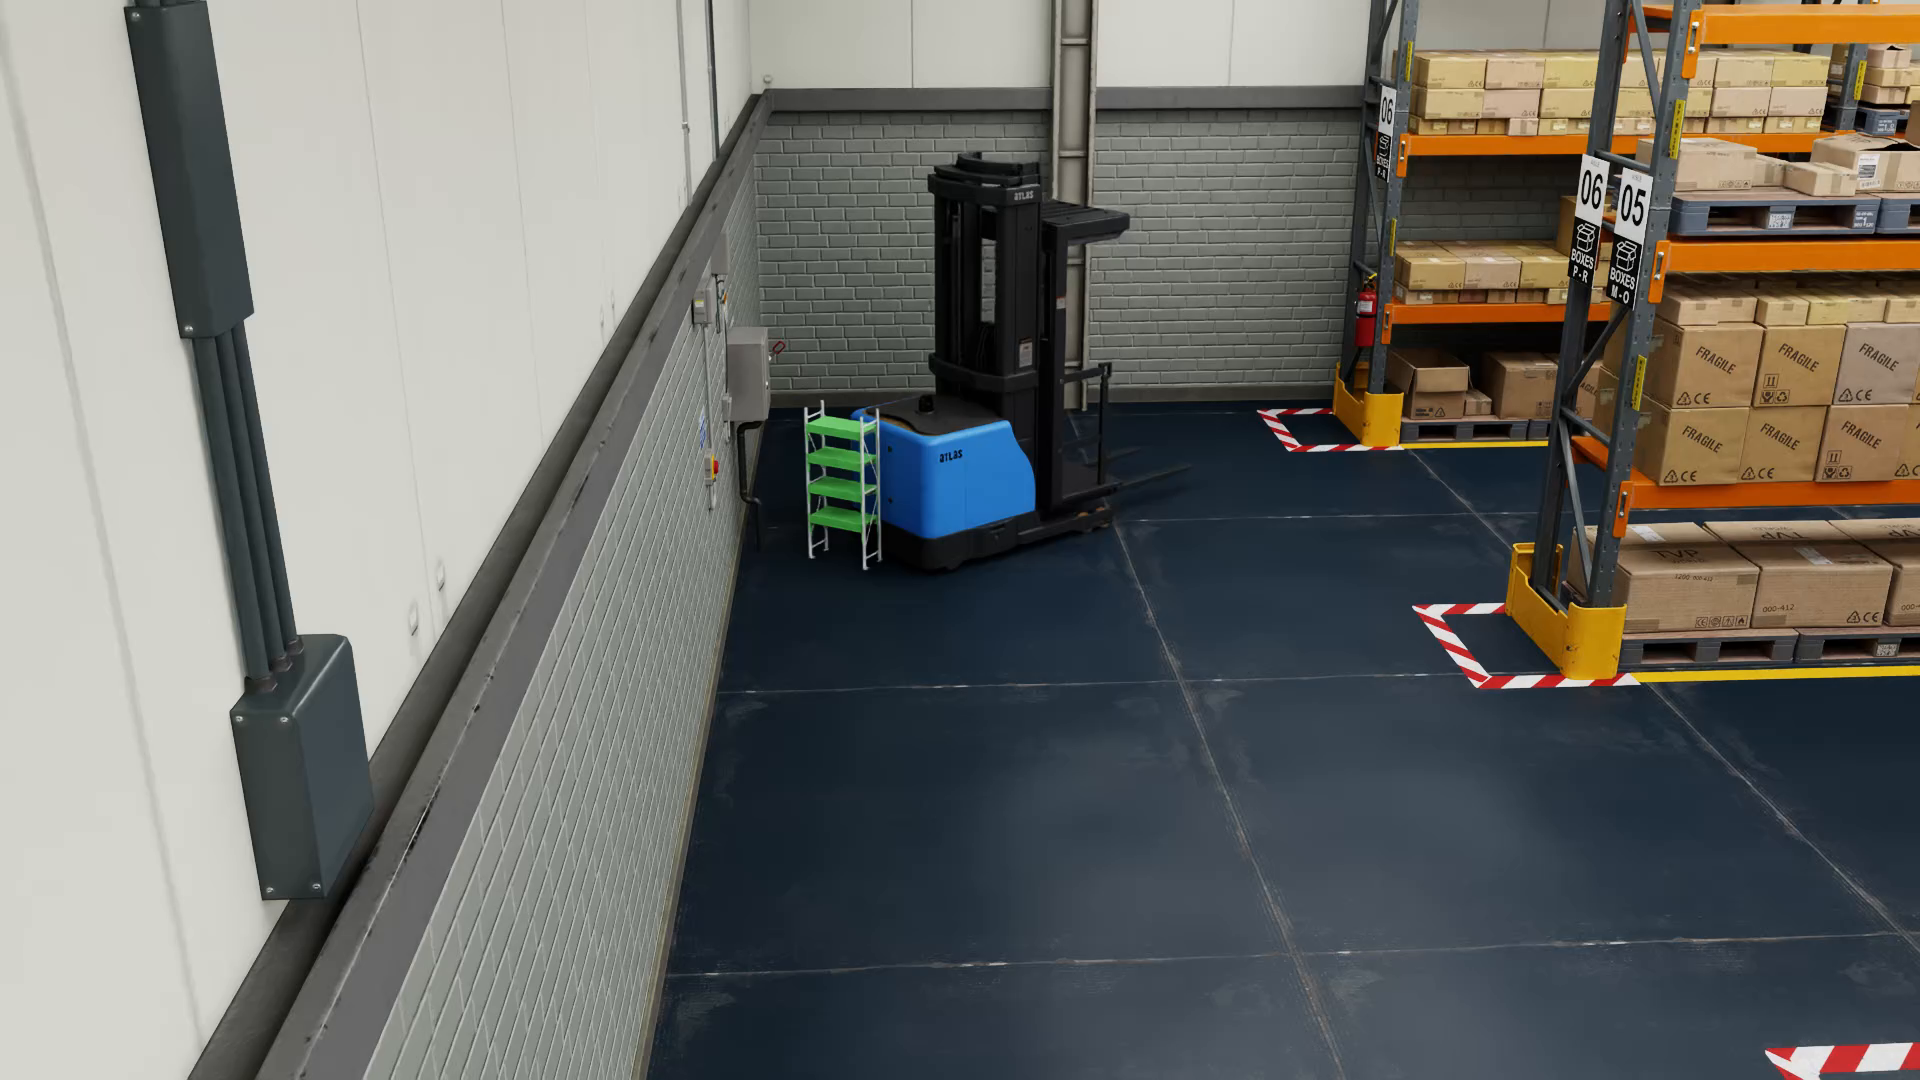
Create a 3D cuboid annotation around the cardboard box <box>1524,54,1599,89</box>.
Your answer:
[{"bbox_3d":[5.265,-4.112,14.581,0.500,0.250,0.500,-1,21,-4],"label":"cardboard box"}]

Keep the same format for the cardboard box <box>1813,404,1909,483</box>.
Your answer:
[{"bbox_3d":[5.593,-0.685,10.564,0.500,0.500,0.500,-1,21,-3],"label":"cardboard box"}]

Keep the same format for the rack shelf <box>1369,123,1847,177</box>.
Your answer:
[{"bbox_3d":[5.795,-3.576,15.093,4.000,0.370,1.077,-1,21,-3],"label":"rack shelf"}]

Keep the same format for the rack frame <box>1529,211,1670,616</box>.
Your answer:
[{"bbox_3d":[4.085,-0.706,10.761,0.127,3.000,1.000,-1,21,-3],"label":"rack frame"}]

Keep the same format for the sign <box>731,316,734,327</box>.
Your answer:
[{"bbox_3d":[-1.752,-1.460,12.873,0.001,0.494,0.329,-1,21,-3],"label":"sign"}]

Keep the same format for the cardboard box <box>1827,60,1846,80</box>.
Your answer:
[{"bbox_3d":[8.084,-4.265,15.096,0.250,0.149,0.380,-1,21,-4],"label":"cardboard box"}]

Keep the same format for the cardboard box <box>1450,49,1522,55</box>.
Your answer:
[{"bbox_3d":[4.745,-4.292,15.054,0.500,0.250,0.500,-2,21,-5],"label":"cardboard box"}]

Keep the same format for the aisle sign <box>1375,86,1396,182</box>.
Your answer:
[{"bbox_3d":[3.747,-3.579,14.652,0.004,0.787,0.394,-1,21,-3],"label":"aisle sign"}]

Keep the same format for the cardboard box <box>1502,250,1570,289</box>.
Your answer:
[{"bbox_3d":[5.275,-2.474,15.196,0.500,0.250,0.500,-2,21,-4],"label":"cardboard box"}]

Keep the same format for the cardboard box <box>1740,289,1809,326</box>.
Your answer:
[{"bbox_3d":[4.979,-1.428,10.197,0.250,0.149,0.380,-1,21,-1],"label":"cardboard box"}]

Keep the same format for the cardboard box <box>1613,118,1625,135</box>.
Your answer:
[{"bbox_3d":[5.666,-3.675,14.694,0.250,0.149,0.380,-1,21,-3],"label":"cardboard box"}]

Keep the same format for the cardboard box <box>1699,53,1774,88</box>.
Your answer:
[{"bbox_3d":[6.795,-4.146,14.669,0.500,0.250,0.500,-1,21,-4],"label":"cardboard box"}]

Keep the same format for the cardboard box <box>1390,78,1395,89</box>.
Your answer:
[{"bbox_3d":[4.226,-4.046,15.109,0.500,0.250,0.500,-2,21,-4],"label":"cardboard box"}]

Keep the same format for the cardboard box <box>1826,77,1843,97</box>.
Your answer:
[{"bbox_3d":[8.090,-4.109,15.104,0.250,0.149,0.380,-1,21,-3],"label":"cardboard box"}]

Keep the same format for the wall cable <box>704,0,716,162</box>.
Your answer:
[{"bbox_3d":[-1.618,-3.562,9.829,0.029,3.000,2.355,-1,21,-3],"label":"wall cable"}]

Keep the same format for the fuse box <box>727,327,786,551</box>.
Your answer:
[{"bbox_3d":[-1.517,-0.731,12.635,0.414,1.711,0.539,-1,21,-3],"label":"fuse box"}]

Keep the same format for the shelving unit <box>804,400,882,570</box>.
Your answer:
[{"bbox_3d":[-0.878,-0.413,12.518,0.503,1.200,0.258,11,24,27],"label":"shelving unit"}]

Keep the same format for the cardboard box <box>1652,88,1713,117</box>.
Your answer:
[{"bbox_3d":[6.294,-3.902,14.732,0.500,0.250,0.500,-1,21,-2],"label":"cardboard box"}]

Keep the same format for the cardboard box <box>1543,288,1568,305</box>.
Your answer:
[{"bbox_3d":[5.431,-2.270,15.220,0.250,0.149,0.380,-2,21,-5],"label":"cardboard box"}]

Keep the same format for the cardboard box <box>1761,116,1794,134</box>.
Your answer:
[{"bbox_3d":[7.205,-3.719,14.811,0.250,0.149,0.380,-1,21,-3],"label":"cardboard box"}]

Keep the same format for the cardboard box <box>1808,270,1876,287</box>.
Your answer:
[{"bbox_3d":[5.703,-1.647,10.775,0.250,0.149,0.380,-1,21,-2],"label":"cardboard box"}]

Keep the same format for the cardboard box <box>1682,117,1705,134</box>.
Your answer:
[{"bbox_3d":[6.422,-3.718,14.809,0.250,0.149,0.380,0,21,-1],"label":"cardboard box"}]

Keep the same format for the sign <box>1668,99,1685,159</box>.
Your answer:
[{"bbox_3d":[4.111,-2.356,9.539,0.005,0.325,0.100,-1,21,-3],"label":"sign"}]

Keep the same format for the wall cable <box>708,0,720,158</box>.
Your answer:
[{"bbox_3d":[-1.740,-4.570,12.423,0.133,3.039,2.988,-1,21,-3],"label":"wall cable"}]

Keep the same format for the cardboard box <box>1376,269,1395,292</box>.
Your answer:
[{"bbox_3d":[4.113,-2.454,15.705,0.250,0.149,0.380,-1,21,-4],"label":"cardboard box"}]

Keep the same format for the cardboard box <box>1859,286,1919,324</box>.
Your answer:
[{"bbox_3d":[5.751,-1.454,10.266,0.250,0.149,0.380,-1,21,-3],"label":"cardboard box"}]

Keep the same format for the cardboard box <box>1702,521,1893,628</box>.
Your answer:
[{"bbox_3d":[5.651,0.224,11.327,0.875,0.438,0.875,-1,21,-2],"label":"cardboard box"}]

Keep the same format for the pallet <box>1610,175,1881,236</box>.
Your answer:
[{"bbox_3d":[4.825,-2.086,10.292,1.213,0.211,1.003,-1,21,-3],"label":"pallet"}]

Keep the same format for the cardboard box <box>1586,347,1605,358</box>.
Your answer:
[{"bbox_3d":[6.306,-1.501,15.771,0.500,0.500,0.700,-2,21,-5],"label":"cardboard box"}]

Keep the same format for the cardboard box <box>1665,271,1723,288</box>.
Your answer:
[{"bbox_3d":[4.684,-1.616,10.692,0.250,0.149,0.380,-1,21,-2],"label":"cardboard box"}]

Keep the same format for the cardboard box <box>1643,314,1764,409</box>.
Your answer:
[{"bbox_3d":[4.580,-1.129,10.325,0.500,0.500,0.500,-2,21,-4],"label":"cardboard box"}]

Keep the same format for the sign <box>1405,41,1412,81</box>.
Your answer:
[{"bbox_3d":[3.829,-4.087,14.196,0.005,0.325,0.100,-1,21,-3],"label":"sign"}]

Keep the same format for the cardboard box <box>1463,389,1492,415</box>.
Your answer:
[{"bbox_3d":[4.840,-1.307,15.755,0.250,0.149,0.380,-2,21,-5],"label":"cardboard box"}]

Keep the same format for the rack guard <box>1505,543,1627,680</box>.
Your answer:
[{"bbox_3d":[4.061,0.462,11.204,0.348,0.500,1.175,-1,21,-3],"label":"rack guard"}]

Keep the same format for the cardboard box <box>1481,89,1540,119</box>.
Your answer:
[{"bbox_3d":[4.763,-3.870,14.647,0.500,0.250,0.500,-1,21,-2],"label":"cardboard box"}]

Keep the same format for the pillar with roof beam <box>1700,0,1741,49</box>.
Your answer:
[{"bbox_3d":[7.291,-4.131,11.325,0.400,9.000,9.100,-1,21,-3],"label":"pillar with roof beam"}]

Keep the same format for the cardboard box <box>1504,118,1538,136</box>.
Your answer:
[{"bbox_3d":[4.901,-3.660,14.656,0.250,0.149,0.380,-1,21,-2],"label":"cardboard box"}]

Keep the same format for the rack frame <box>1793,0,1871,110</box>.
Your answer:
[{"bbox_3d":[7.791,-5.355,14.538,0.127,3.000,1.000,-1,21,-3],"label":"rack frame"}]

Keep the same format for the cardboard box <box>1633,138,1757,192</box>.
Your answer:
[{"bbox_3d":[4.529,-2.322,10.269,0.500,0.250,0.500,-3,21,-8],"label":"cardboard box"}]

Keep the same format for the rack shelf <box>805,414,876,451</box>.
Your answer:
[{"bbox_3d":[-0.878,-0.801,12.370,0.480,0.148,0.258,11,24,27],"label":"rack shelf"}]

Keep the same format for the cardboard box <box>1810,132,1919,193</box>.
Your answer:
[{"bbox_3d":[5.582,-2.322,10.184,0.500,0.311,0.500,-1,21,-2],"label":"cardboard box"}]

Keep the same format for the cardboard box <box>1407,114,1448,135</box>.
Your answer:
[{"bbox_3d":[4.129,-3.678,14.703,0.250,0.149,0.380,-1,21,-2],"label":"cardboard box"}]

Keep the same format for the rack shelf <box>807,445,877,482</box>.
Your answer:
[{"bbox_3d":[-0.878,-0.577,12.455,0.480,0.148,0.258,11,24,27],"label":"rack shelf"}]

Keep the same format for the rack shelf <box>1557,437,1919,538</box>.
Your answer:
[{"bbox_3d":[6.082,-0.411,10.995,4.000,0.370,1.077,-1,21,-3],"label":"rack shelf"}]

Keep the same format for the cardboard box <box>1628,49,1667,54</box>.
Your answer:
[{"bbox_3d":[6.258,-4.320,15.126,0.500,0.250,0.500,-1,21,-4],"label":"cardboard box"}]

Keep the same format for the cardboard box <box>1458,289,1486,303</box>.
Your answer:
[{"bbox_3d":[4.653,-2.301,15.301,0.250,0.149,0.380,-1,21,-4],"label":"cardboard box"}]

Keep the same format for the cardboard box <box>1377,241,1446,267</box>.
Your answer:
[{"bbox_3d":[4.242,-2.642,15.638,0.500,0.250,0.500,-1,21,-1],"label":"cardboard box"}]

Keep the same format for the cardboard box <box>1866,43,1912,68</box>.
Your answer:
[{"bbox_3d":[8.112,-4.293,14.587,0.258,0.266,0.396,-1,21,-4],"label":"cardboard box"}]

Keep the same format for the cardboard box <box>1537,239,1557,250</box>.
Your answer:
[{"bbox_3d":[5.774,-2.671,15.714,0.500,0.250,0.500,-1,21,-3],"label":"cardboard box"}]

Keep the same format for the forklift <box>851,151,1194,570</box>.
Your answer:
[{"bbox_3d":[0.611,-1.553,13.081,3.031,2.935,1.130,-16,26,-36],"label":"forklift"}]

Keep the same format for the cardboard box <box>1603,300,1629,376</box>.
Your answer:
[{"bbox_3d":[4.553,-1.315,10.813,0.500,0.500,0.500,0,21,-1],"label":"cardboard box"}]
